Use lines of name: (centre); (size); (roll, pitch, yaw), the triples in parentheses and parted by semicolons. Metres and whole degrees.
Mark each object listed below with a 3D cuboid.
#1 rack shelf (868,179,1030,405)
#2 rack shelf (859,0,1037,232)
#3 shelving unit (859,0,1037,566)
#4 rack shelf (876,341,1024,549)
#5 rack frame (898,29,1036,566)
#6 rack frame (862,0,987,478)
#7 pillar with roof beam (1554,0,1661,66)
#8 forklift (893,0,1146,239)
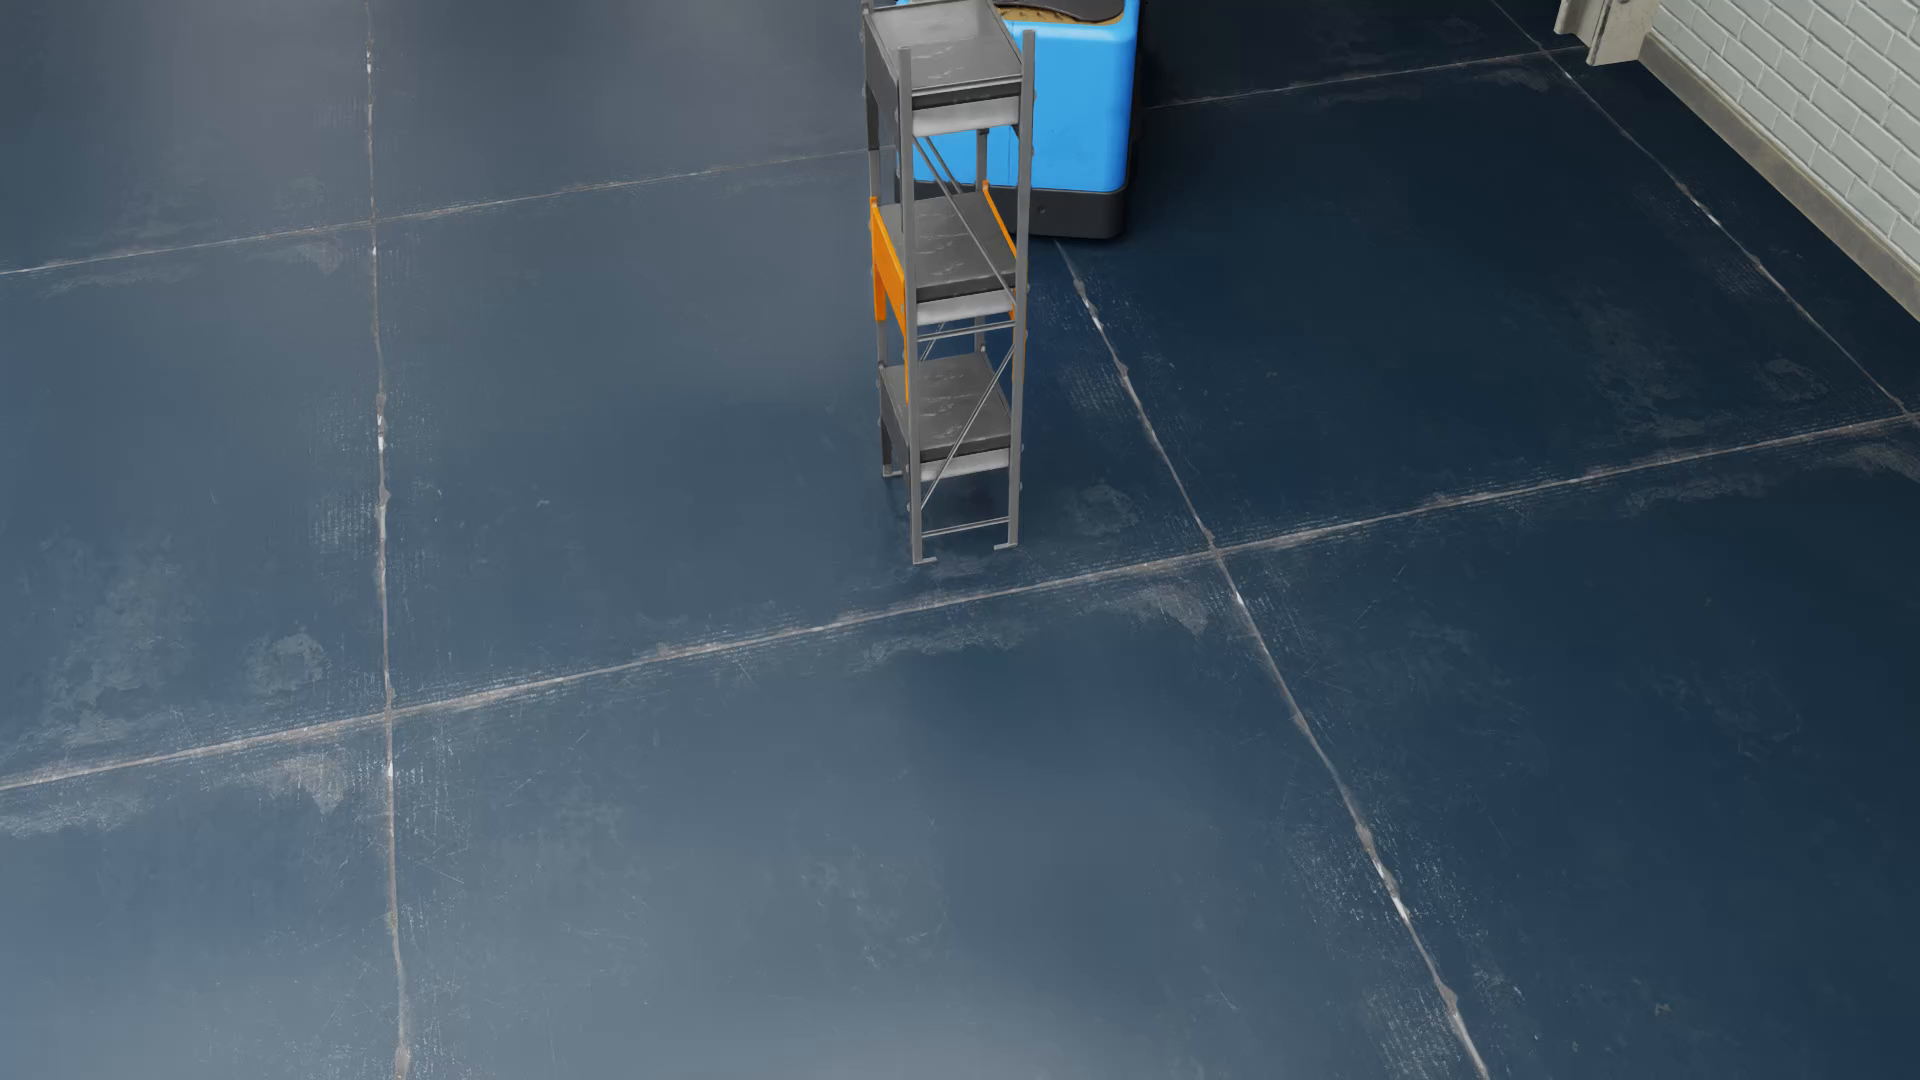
rack shelf: (-0.042, -0.840, 5.622); (0.431, 0.518, 0.480); (-11, 47, -10)
rack shelf: (-0.042, -1.330, 5.122); (0.431, 0.518, 0.480); (-11, 47, -10)
shelving unit: (-0.042, -0.849, 5.612); (0.431, 2.100, 0.503); (-11, 47, -10)
rack shelf: (-0.042, -0.350, 6.122); (0.431, 0.518, 0.480); (-11, 47, -10)
rack frame: (0.020, -0.681, 5.447); (0.400, 2.100, 0.015); (-11, 47, -10)
rack frame: (-0.105, -1.018, 5.777); (0.400, 2.100, 0.015); (-11, 47, -10)
pillar with roof beam: (-0.774, -4.999, 4.848); (9.100, 9.000, 0.400); (-11, 47, -10)
forklift: (0.383, -3.437, 7.566); (1.130, 2.935, 3.031); (5, 46, 5)
